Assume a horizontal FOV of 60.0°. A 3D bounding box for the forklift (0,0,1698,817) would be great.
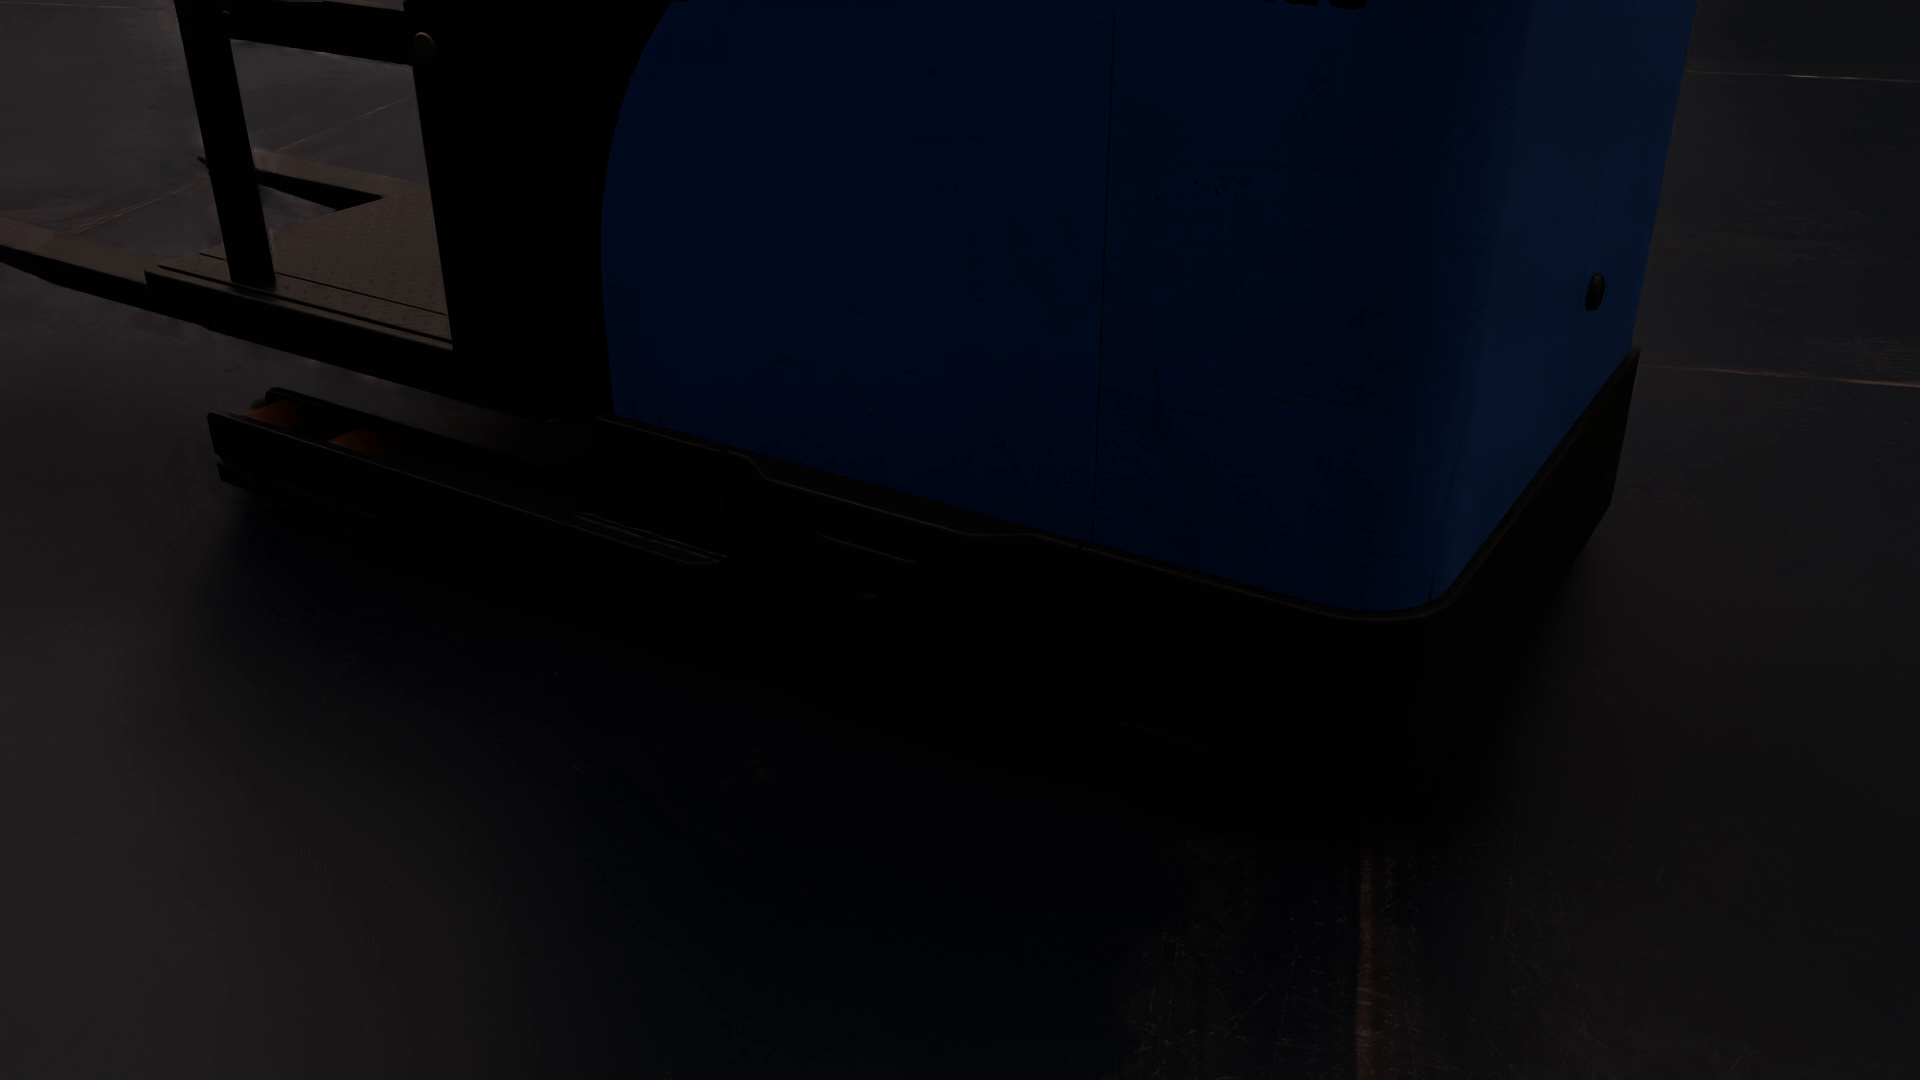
[{"bbox_3d":[-0.556,-1.494,2.207,3.031,2.935,1.130,16,31,28],"label":"forklift"}]
